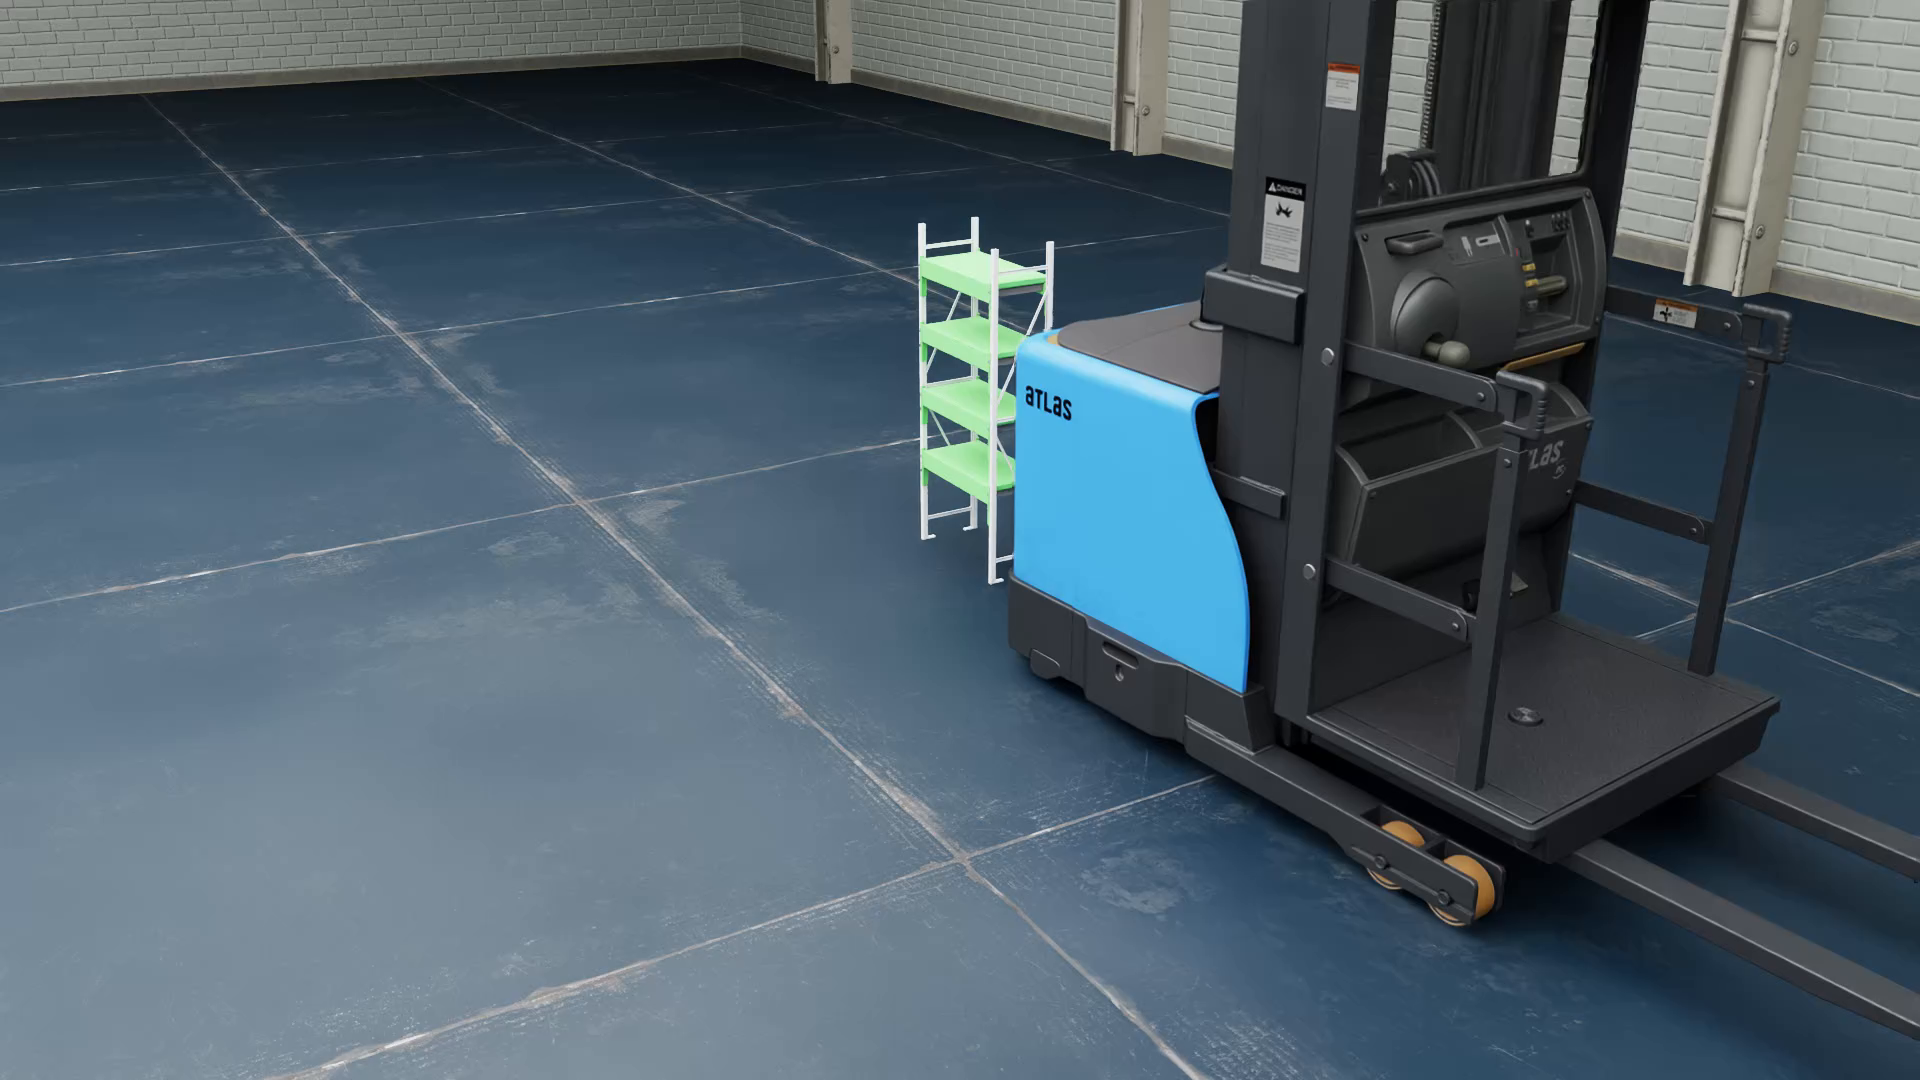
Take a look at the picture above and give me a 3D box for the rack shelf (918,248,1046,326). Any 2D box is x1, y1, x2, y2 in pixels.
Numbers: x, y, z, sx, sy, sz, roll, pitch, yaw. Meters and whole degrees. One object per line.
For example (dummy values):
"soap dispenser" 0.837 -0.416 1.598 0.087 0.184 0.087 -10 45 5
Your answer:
"rack shelf" 0.085 -0.888 5.797 0.258 0.148 0.480 -13 25 -28

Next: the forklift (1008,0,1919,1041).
"forklift" 1.438 -0.636 3.983 1.130 2.935 3.031 -16 27 -34

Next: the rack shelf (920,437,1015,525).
"rack shelf" 0.085 -0.221 6.068 0.258 0.148 0.480 -13 25 -28

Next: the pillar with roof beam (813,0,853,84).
"pillar with roof beam" -5.185 -8.756 15.902 9.100 9.000 0.400 -13 25 -28

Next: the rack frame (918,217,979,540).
"rack frame" -0.040 -0.581 6.148 0.240 1.200 0.015 -13 25 -28

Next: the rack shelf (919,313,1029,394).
"rack shelf" 0.085 -0.665 5.887 0.258 0.148 0.480 -13 25 -28

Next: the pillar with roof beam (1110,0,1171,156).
"pillar with roof beam" -2.120 -6.813 11.123 9.100 9.000 0.400 -13 25 -28

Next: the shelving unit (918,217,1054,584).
"shelving unit" 0.085 -0.502 5.954 0.258 1.200 0.503 -13 25 -28

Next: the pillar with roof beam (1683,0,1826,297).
"pillar with roof beam" 0.945 -4.871 6.345 9.100 9.000 0.400 -13 25 -28

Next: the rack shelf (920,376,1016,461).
"rack shelf" 0.085 -0.443 5.978 0.258 0.148 0.480 -13 25 -28

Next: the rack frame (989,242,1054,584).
"rack frame" 0.209 -0.423 5.759 0.240 1.200 0.015 -13 25 -28
